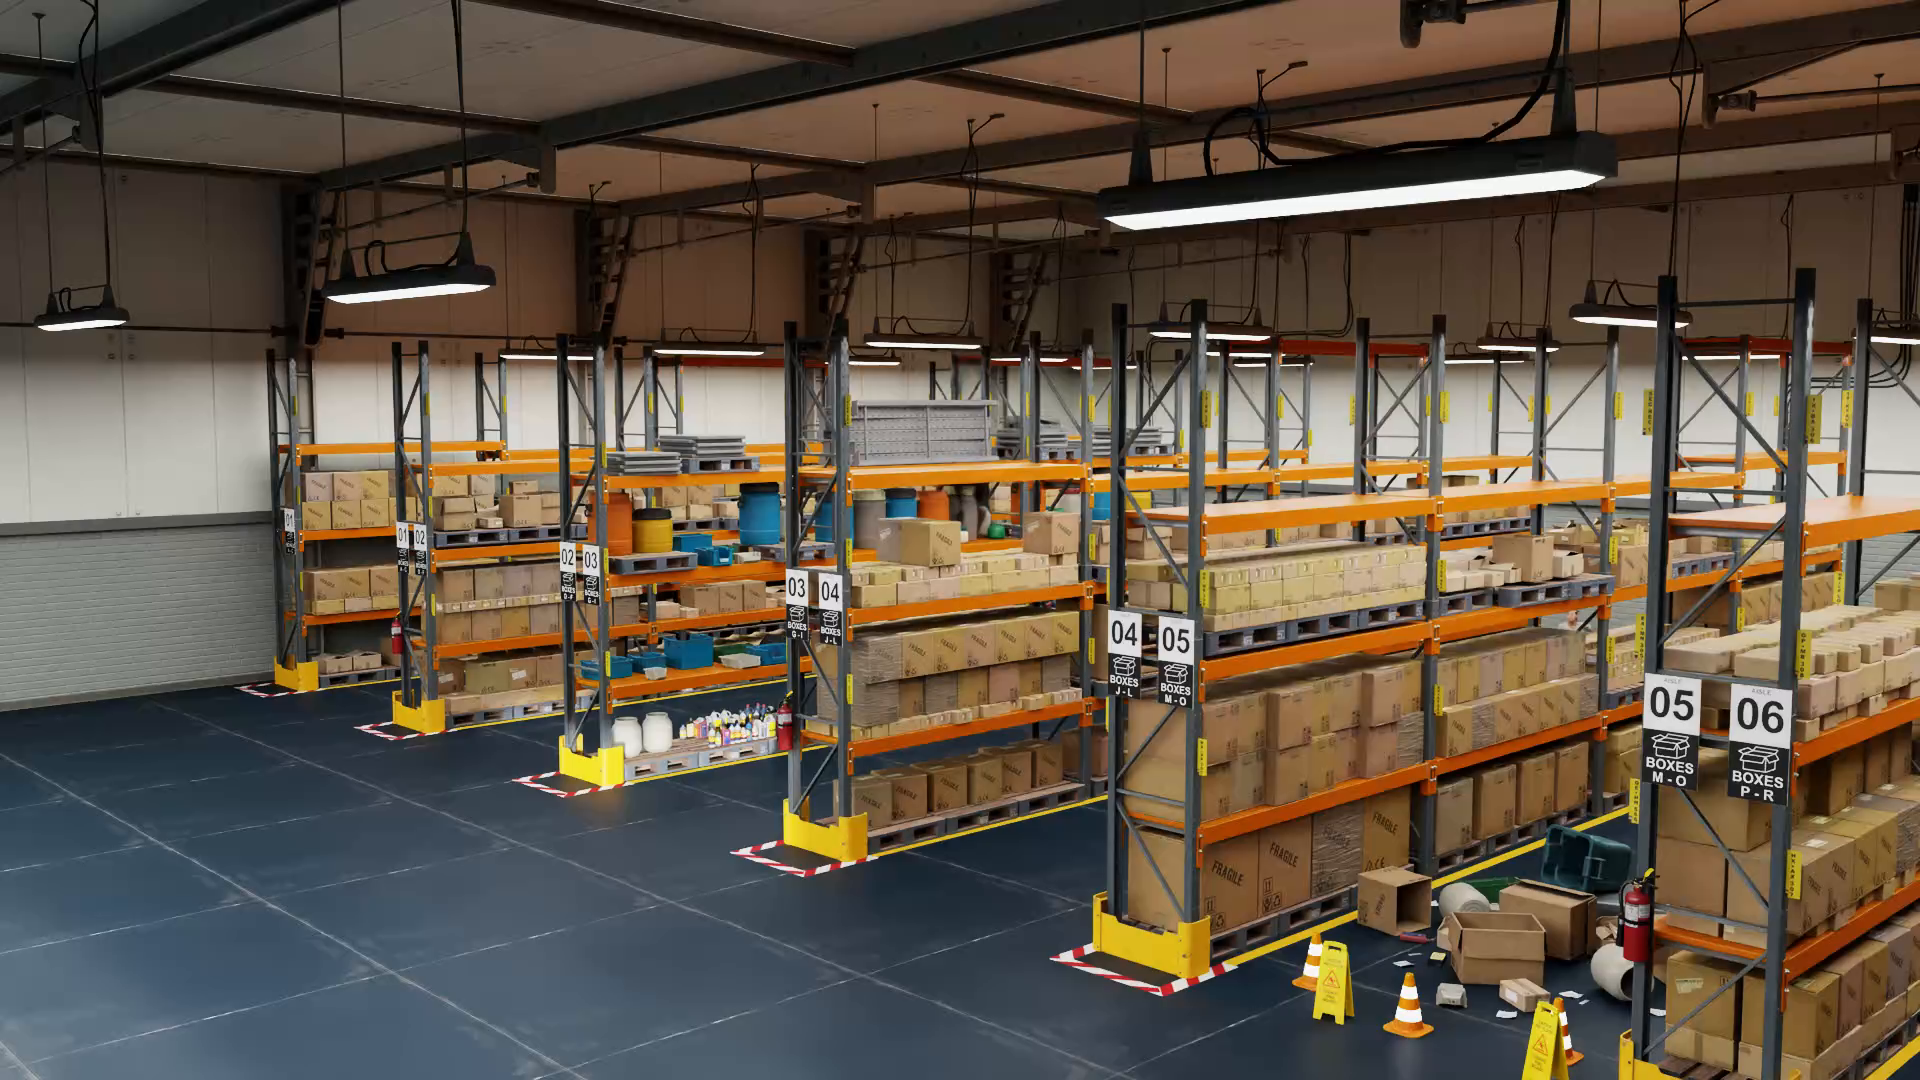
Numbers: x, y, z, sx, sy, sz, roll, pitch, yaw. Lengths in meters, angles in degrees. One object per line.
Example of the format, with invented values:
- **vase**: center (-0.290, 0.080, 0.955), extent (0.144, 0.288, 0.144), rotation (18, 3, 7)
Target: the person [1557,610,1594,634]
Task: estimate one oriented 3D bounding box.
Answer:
- **person**: center (10.165, 1.963, 27.562), extent (0.552, 1.738, 0.845), rotation (4, 6, 36)
